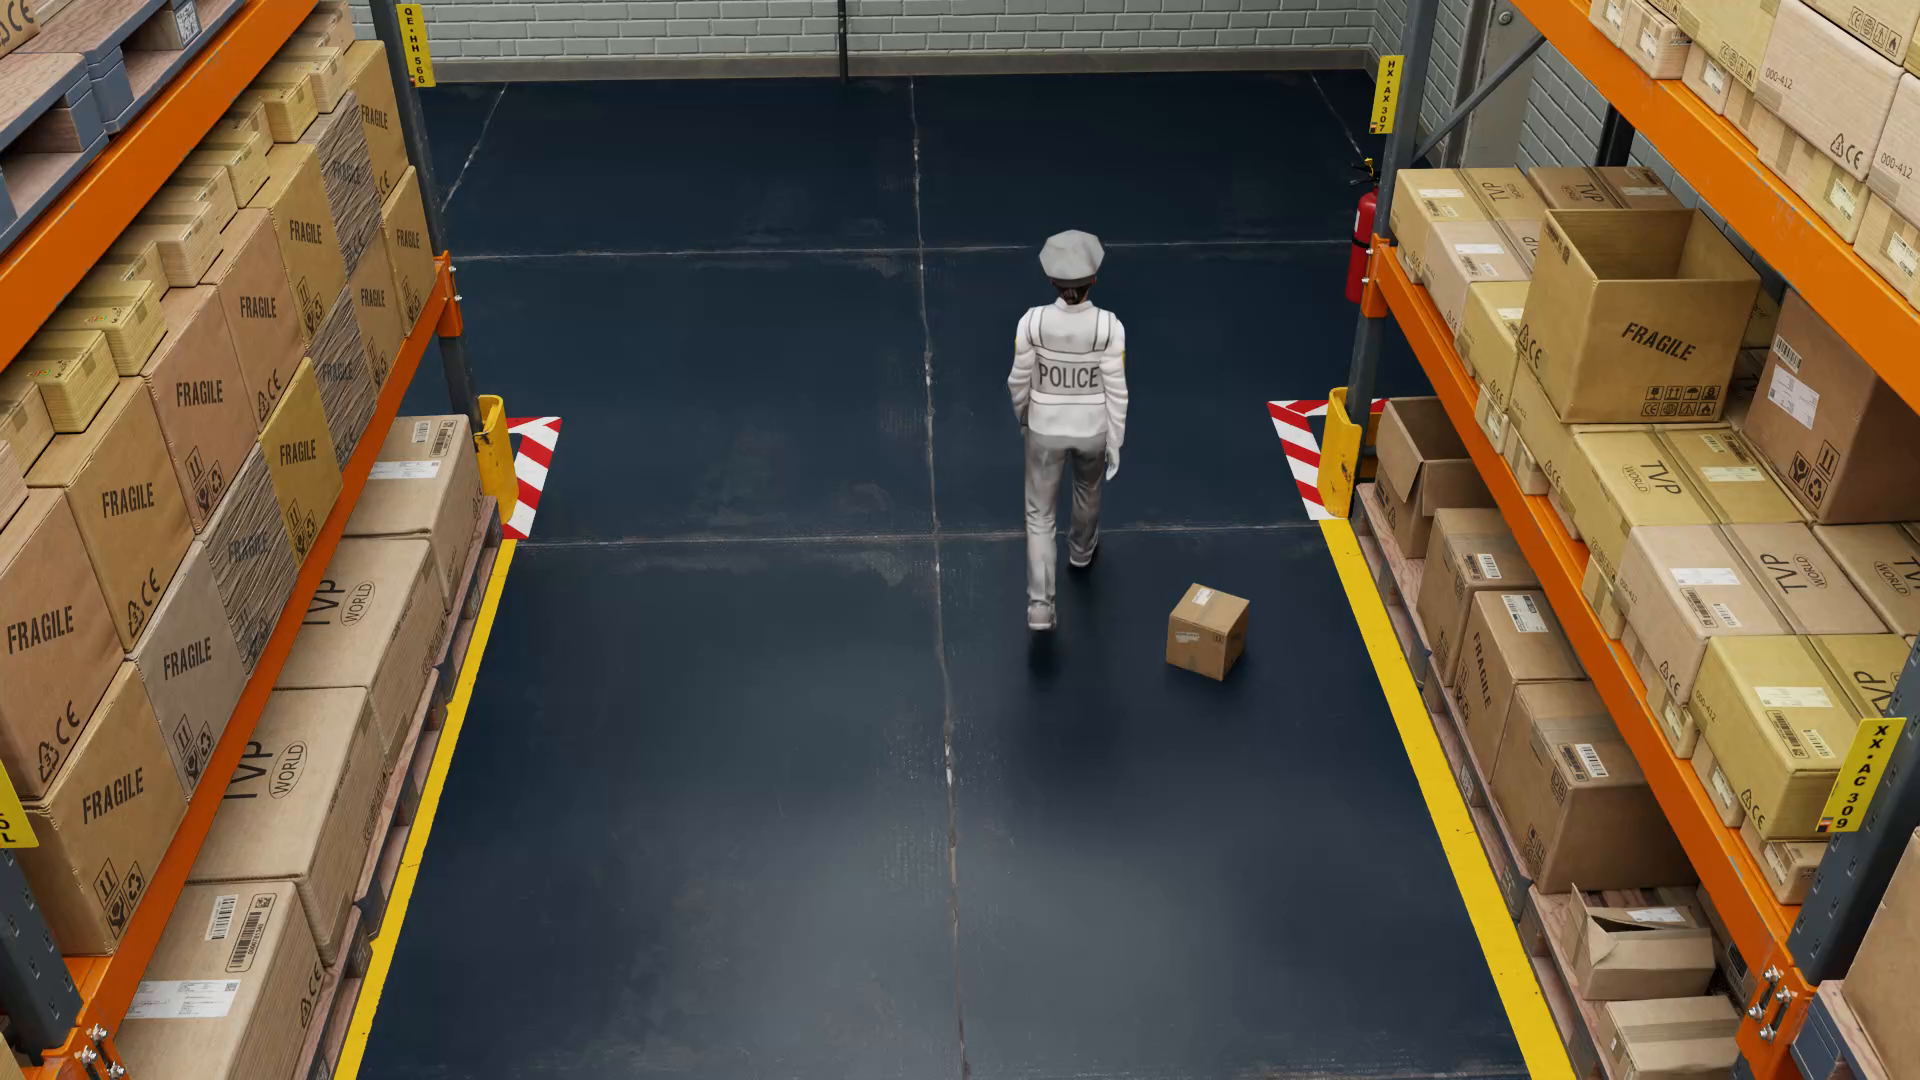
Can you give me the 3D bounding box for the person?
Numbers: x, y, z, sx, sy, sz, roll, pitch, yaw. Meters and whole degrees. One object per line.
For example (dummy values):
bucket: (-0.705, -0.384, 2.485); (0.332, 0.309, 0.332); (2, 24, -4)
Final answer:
person: (0.429, -0.446, 6.743); (0.480, 1.645, 0.925); (1, 35, 2)
